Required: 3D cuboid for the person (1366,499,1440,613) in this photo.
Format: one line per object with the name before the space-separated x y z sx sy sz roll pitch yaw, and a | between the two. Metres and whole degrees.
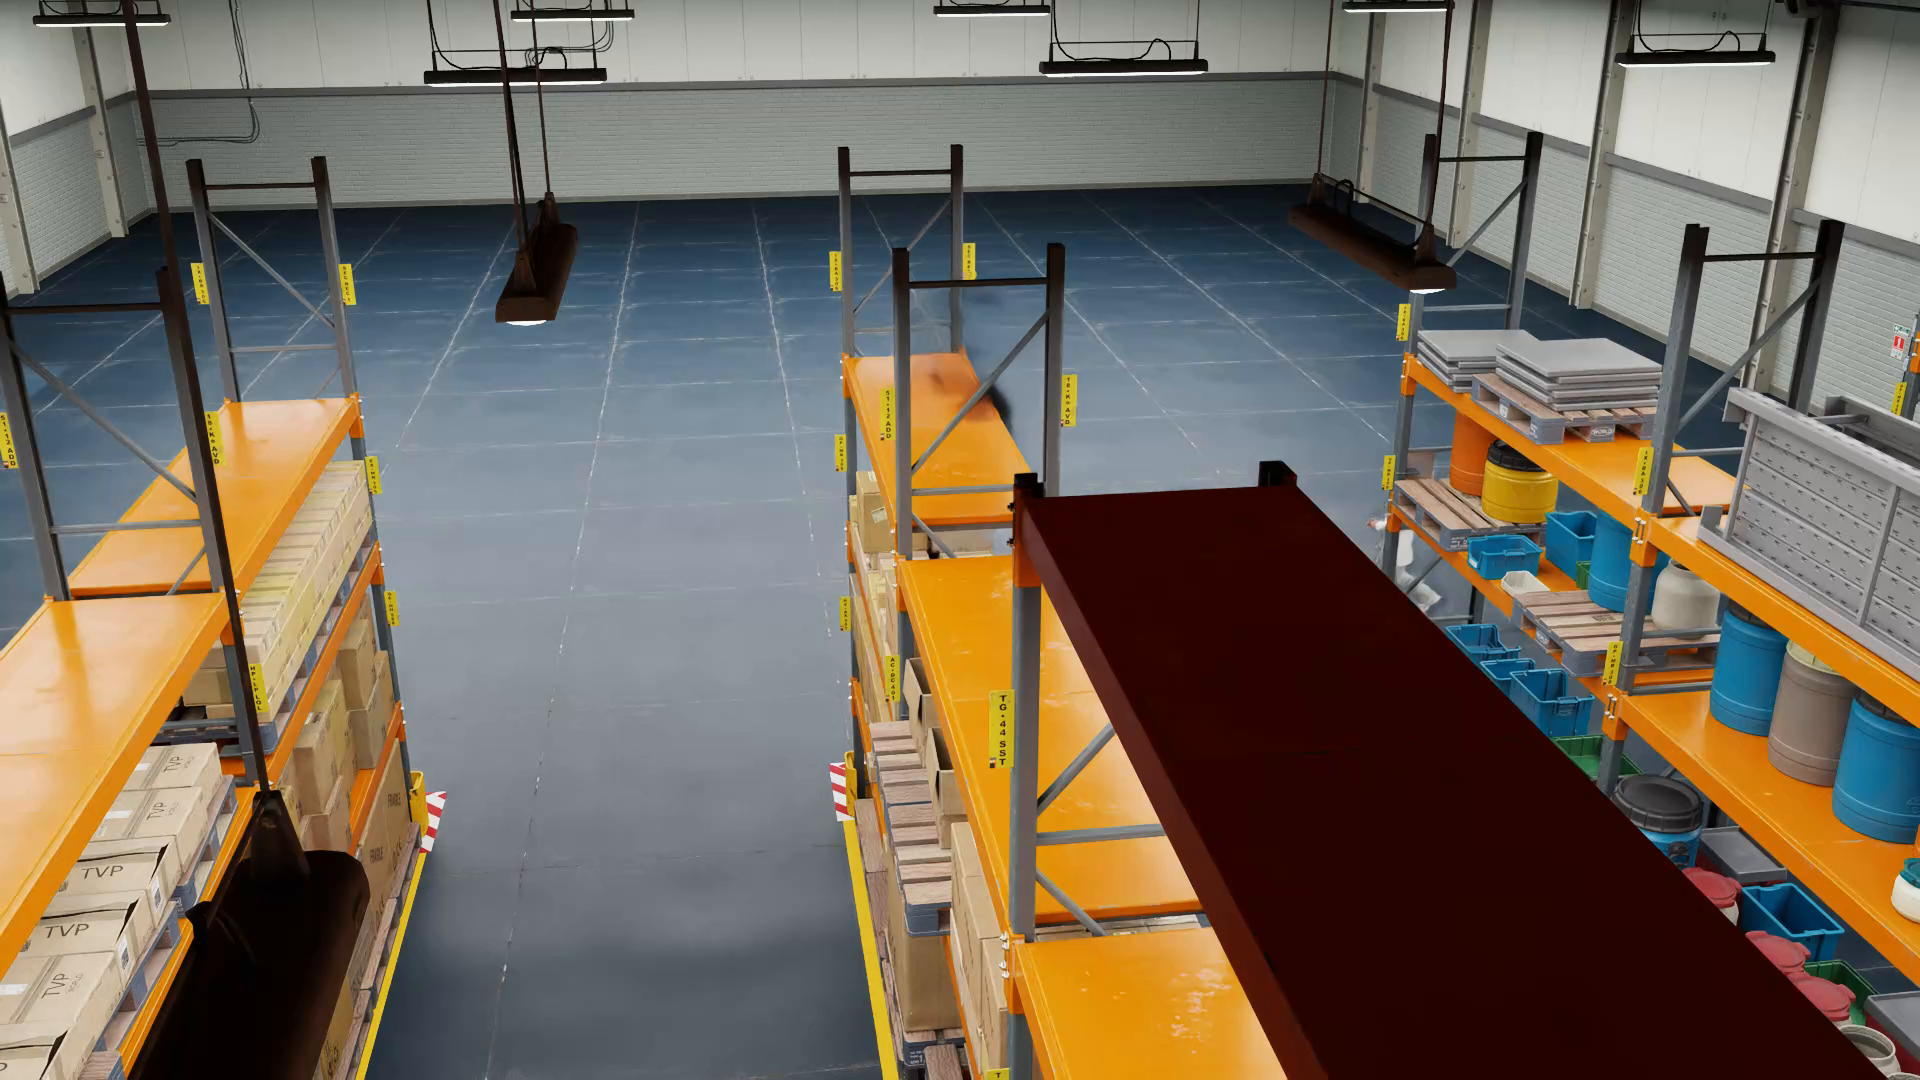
person | 5.066 0.022 19.129 1.034 1.759 0.728 9 23 21
